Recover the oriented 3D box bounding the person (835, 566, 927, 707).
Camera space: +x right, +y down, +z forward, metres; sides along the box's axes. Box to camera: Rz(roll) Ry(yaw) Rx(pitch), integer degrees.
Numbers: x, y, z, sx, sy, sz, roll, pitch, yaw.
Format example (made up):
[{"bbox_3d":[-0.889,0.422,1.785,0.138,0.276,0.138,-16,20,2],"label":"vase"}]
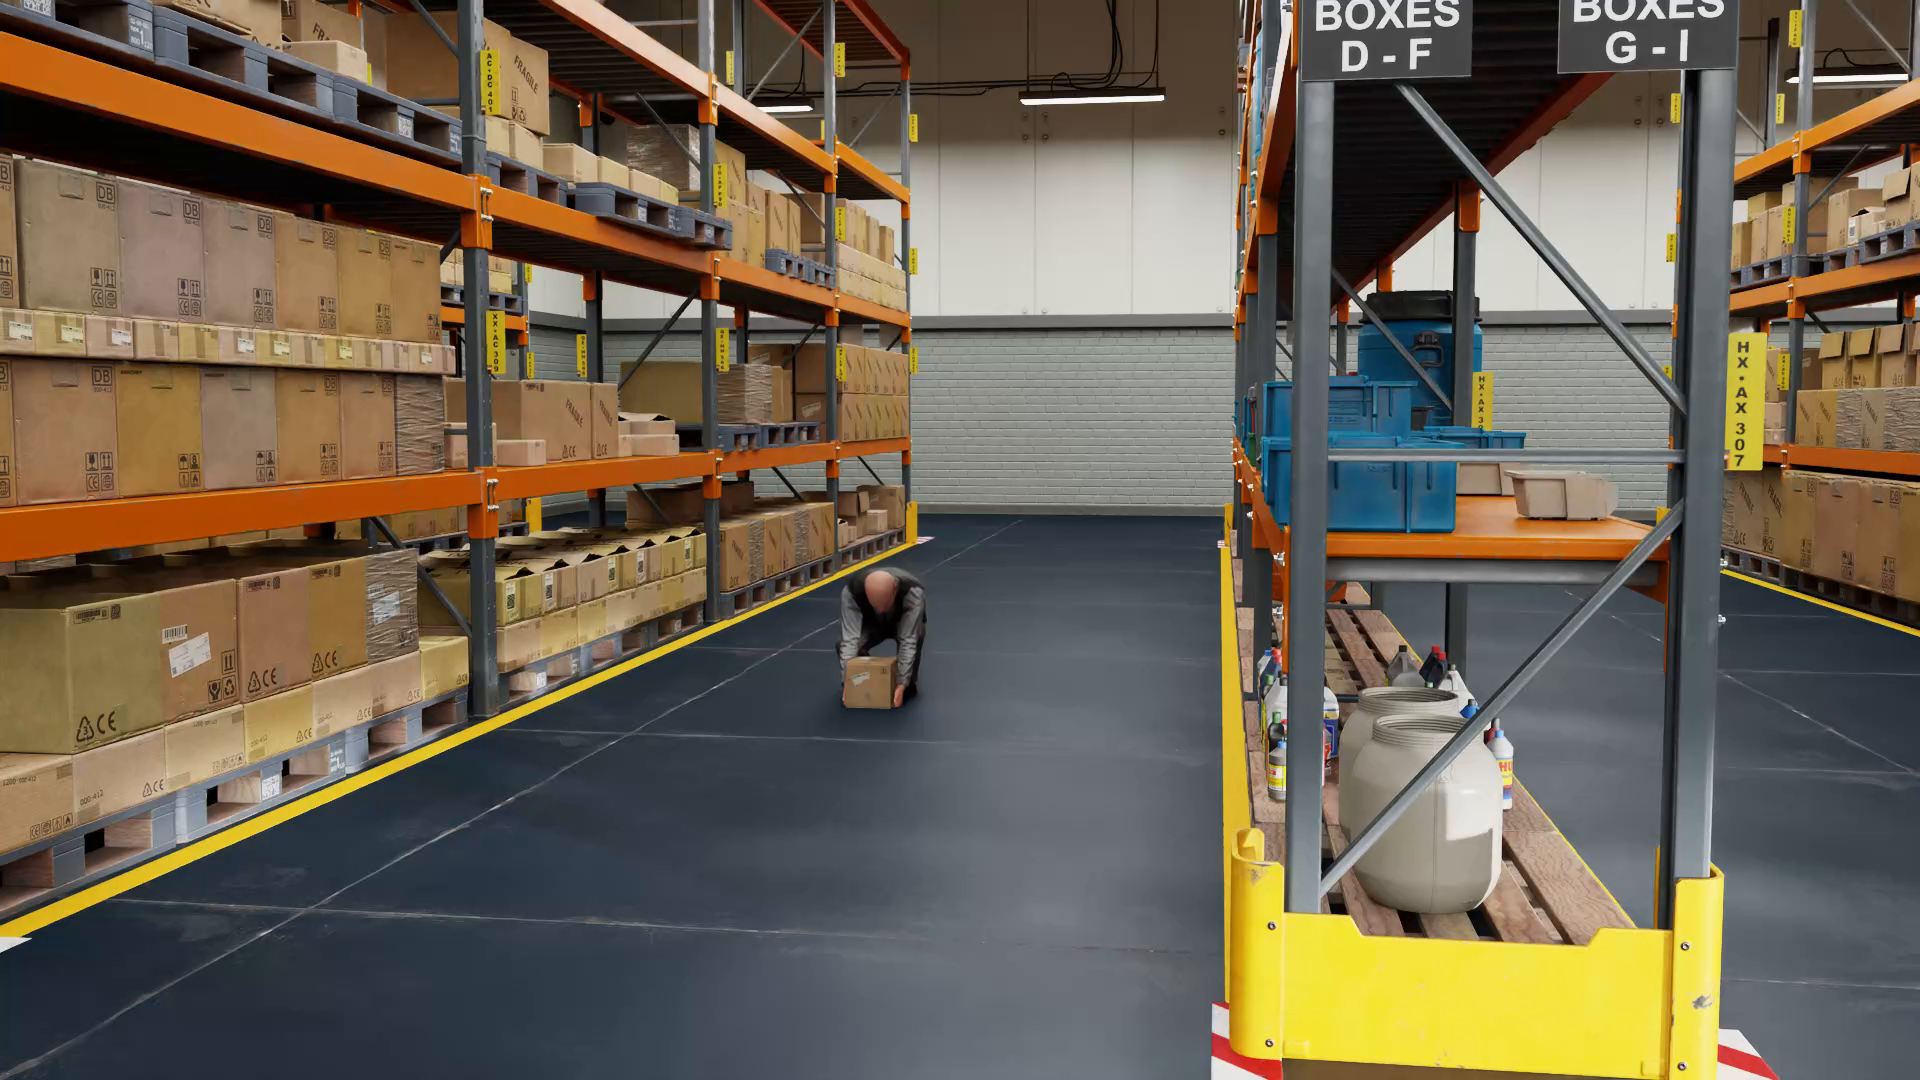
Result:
[{"bbox_3d":[-0.438,0.556,9.463,0.519,0.837,0.907,1,4,8],"label":"person"}]
